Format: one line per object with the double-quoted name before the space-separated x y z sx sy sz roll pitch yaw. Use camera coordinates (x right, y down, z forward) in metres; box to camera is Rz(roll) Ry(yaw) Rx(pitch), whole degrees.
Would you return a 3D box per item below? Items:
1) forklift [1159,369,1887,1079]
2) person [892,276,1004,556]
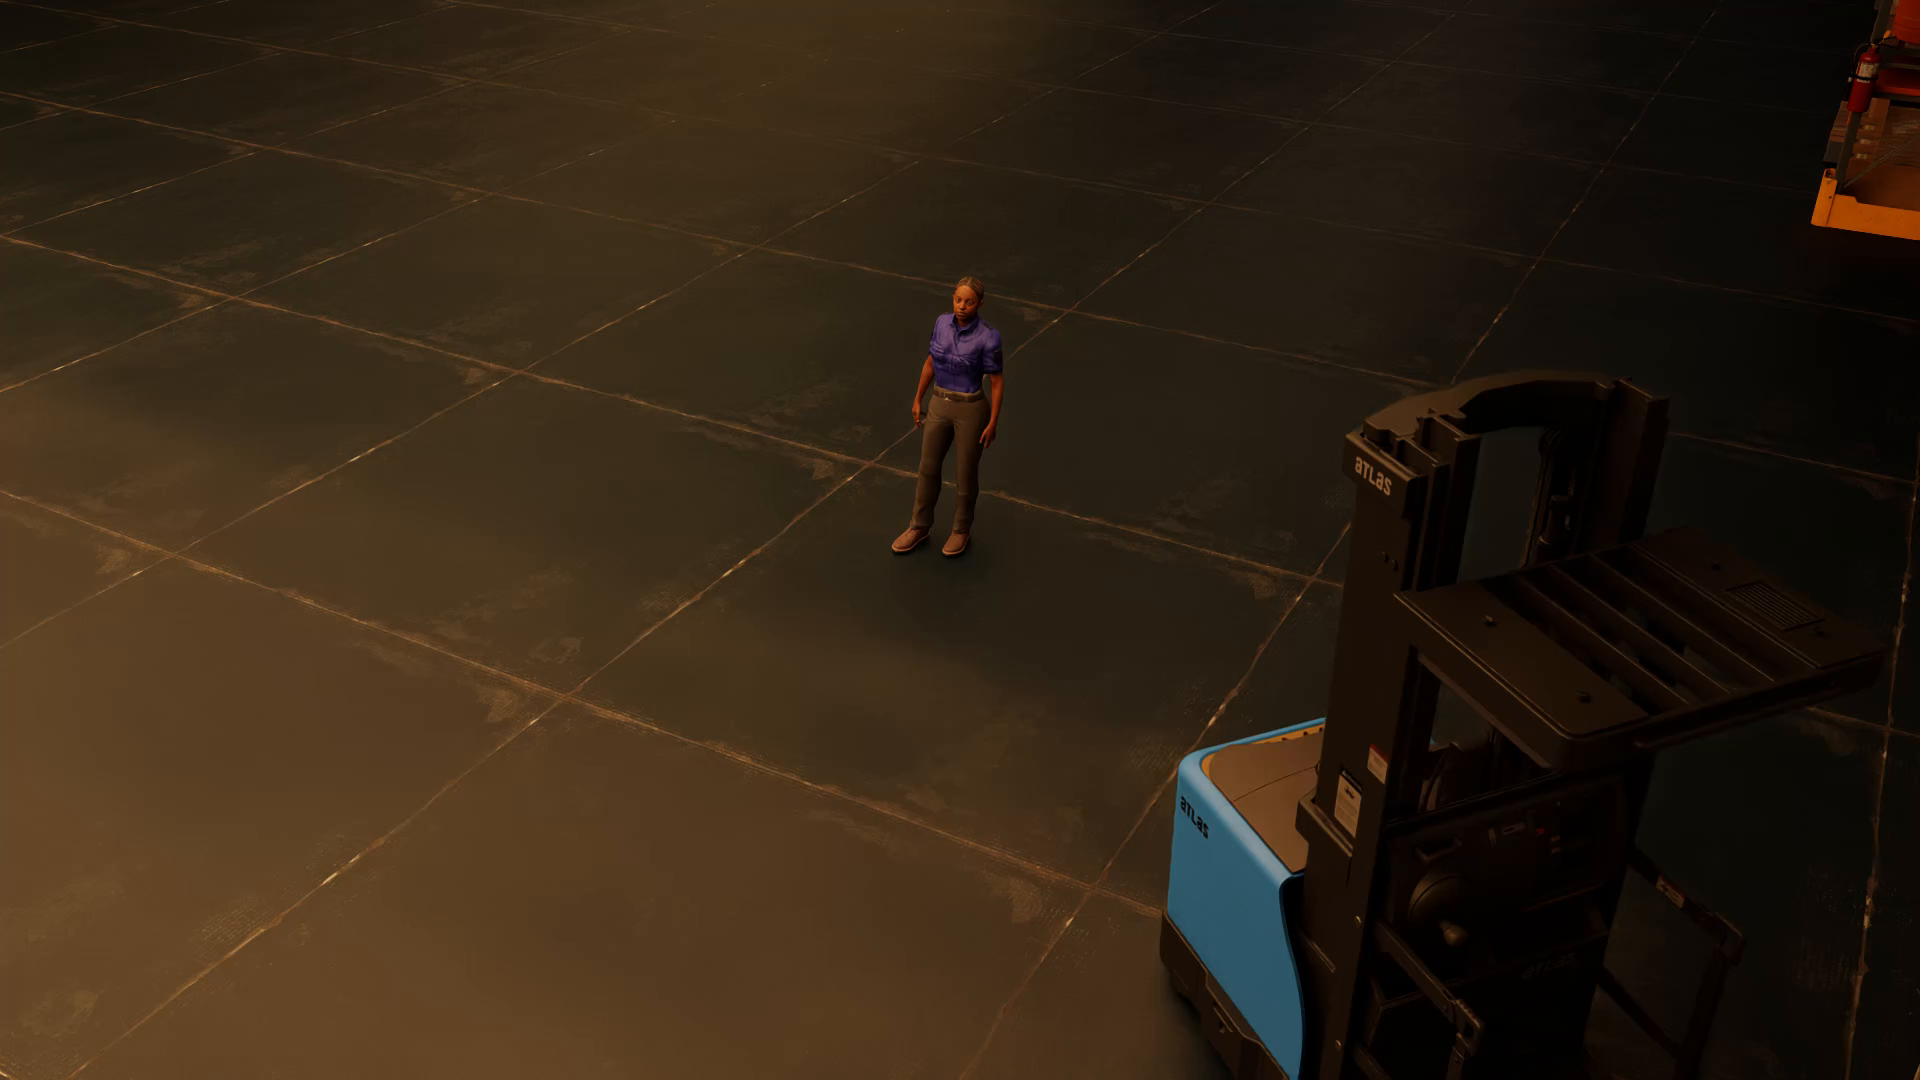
"forklift" 1.855 1.079 5.200 1.130 2.935 3.031 -12 32 -19
"person" -0.060 -0.689 9.527 0.570 1.656 0.503 15 33 25
